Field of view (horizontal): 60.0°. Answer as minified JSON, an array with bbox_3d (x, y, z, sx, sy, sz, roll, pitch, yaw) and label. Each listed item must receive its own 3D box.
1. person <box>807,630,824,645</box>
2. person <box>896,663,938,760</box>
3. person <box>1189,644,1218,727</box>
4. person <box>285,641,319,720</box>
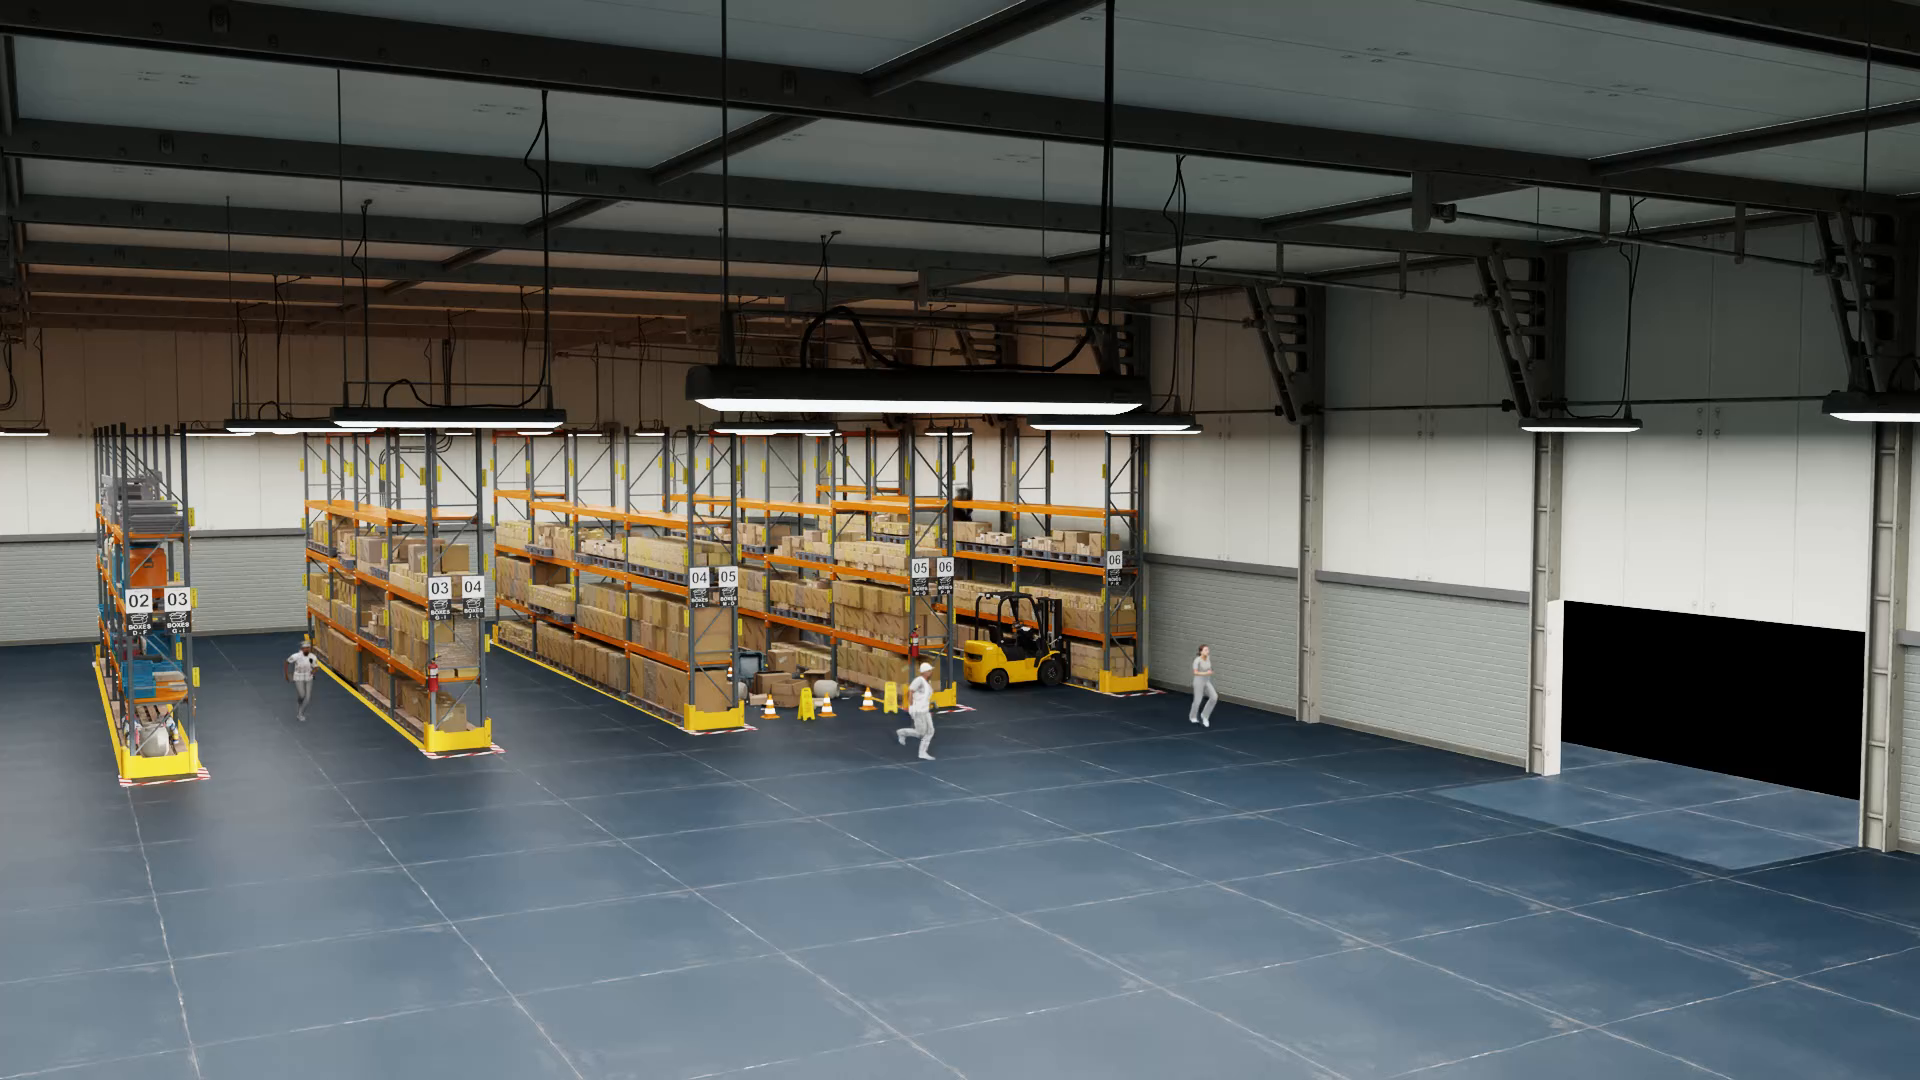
[{"bbox_3d":[-3.861,2.133,44.873,0.669,1.734,0.618,-2,4,-28],"label":"person"},{"bbox_3d":[-0.777,3.068,29.855,0.730,1.742,0.714,1,4,21],"label":"person"},{"bbox_3d":[4.822,2.889,33.094,0.590,1.637,0.795,-2,4,-32],"label":"person"},{"bbox_3d":[-13.328,2.859,33.747,0.616,1.645,0.654,-2,4,-33],"label":"person"}]
